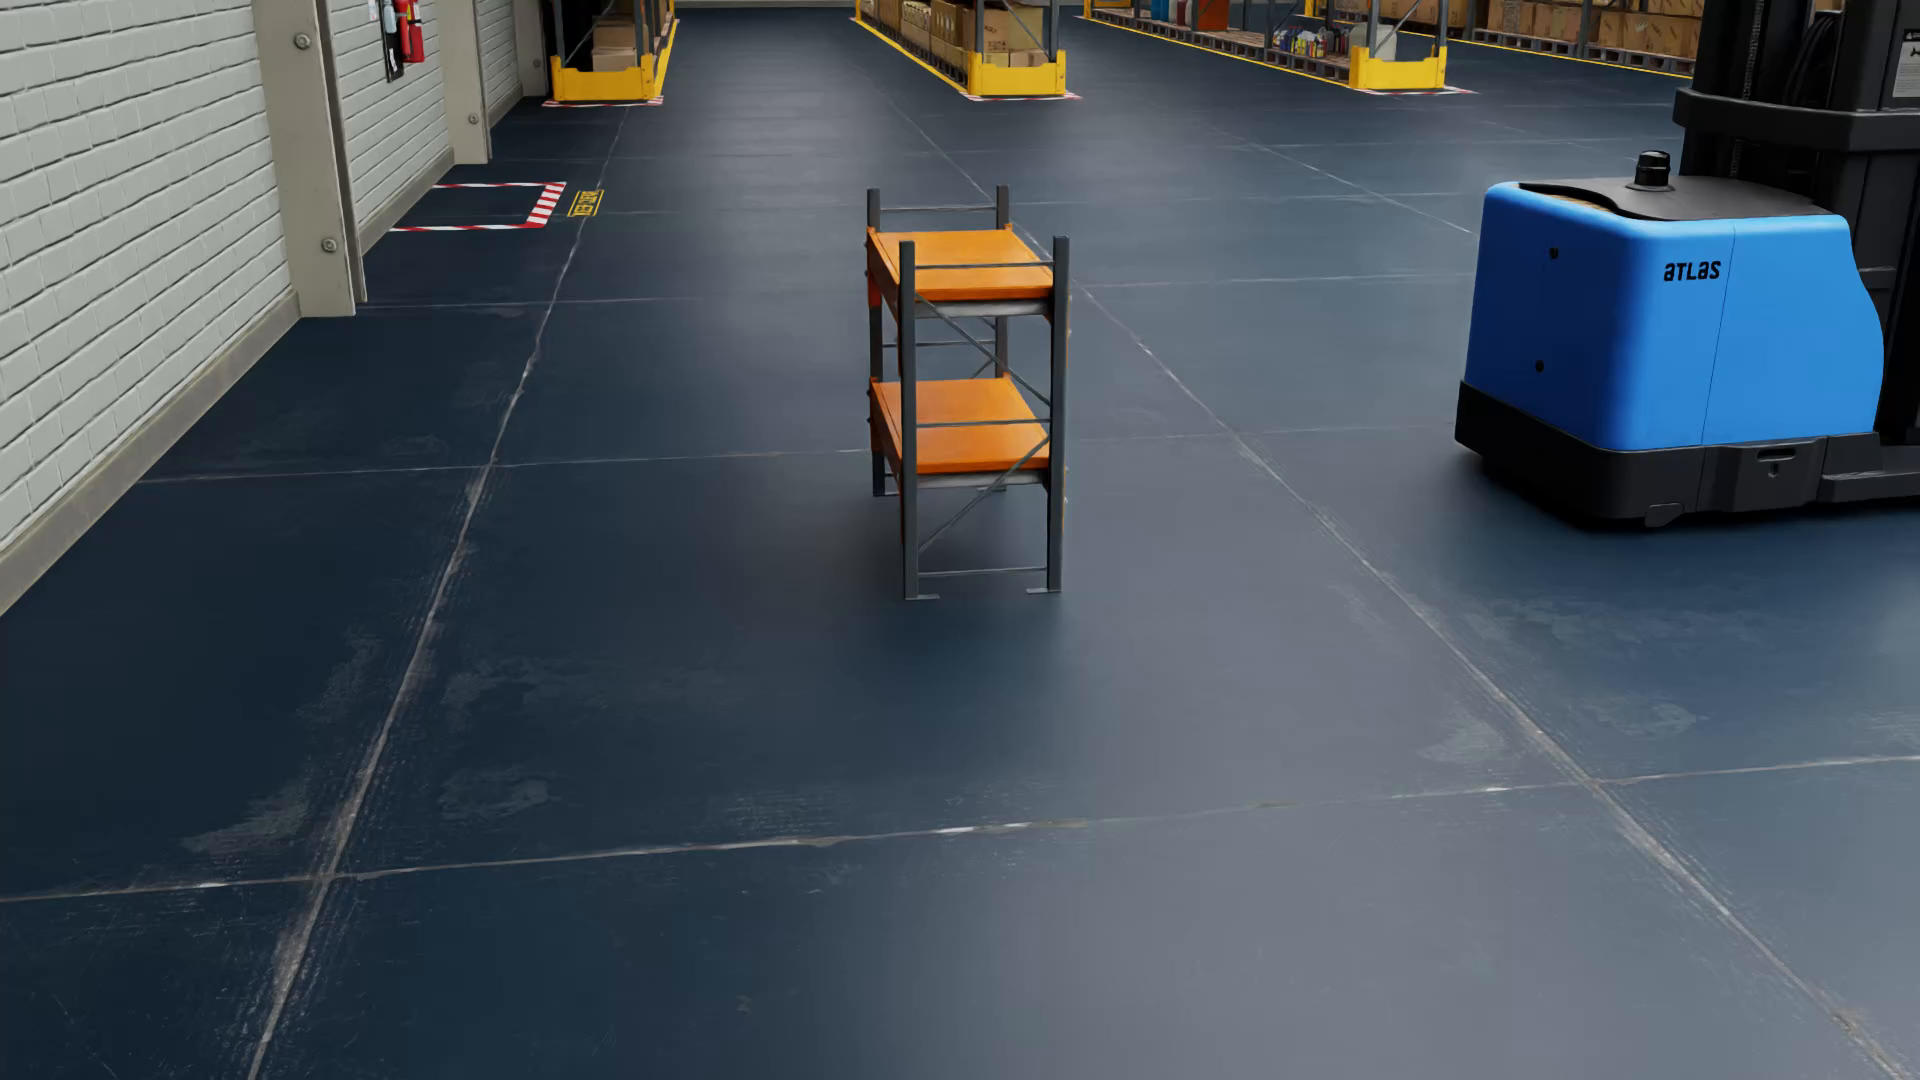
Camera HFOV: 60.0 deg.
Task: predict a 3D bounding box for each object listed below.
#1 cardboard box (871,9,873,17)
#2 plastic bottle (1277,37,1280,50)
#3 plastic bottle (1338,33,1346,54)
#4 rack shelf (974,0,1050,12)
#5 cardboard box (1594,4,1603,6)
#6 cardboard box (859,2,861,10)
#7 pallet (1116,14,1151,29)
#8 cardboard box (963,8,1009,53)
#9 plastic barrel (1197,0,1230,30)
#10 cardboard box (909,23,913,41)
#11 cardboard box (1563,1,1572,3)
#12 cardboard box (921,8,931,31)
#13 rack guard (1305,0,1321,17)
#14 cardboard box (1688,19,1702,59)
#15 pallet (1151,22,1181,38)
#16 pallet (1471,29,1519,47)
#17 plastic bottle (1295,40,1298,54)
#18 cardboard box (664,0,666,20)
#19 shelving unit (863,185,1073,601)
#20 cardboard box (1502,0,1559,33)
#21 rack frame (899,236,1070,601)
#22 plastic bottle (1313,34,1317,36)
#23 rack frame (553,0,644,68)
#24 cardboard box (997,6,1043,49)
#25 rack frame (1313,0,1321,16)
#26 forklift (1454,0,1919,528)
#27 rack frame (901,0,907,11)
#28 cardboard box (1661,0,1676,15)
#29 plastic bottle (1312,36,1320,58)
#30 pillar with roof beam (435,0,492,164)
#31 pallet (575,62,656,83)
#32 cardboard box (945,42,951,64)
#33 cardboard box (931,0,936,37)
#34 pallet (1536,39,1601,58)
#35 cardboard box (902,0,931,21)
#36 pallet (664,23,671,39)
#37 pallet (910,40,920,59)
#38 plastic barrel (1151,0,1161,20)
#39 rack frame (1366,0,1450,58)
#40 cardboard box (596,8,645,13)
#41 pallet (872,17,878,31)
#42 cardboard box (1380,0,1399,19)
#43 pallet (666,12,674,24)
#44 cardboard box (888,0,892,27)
[{"bbox_3d":[-1.520,-10.215,32.225,0.380,0.149,0.250,-3,21,-8],"label":"cardboard box"},{"bbox_3d":[4.653,-7.206,24.093,0.097,0.201,0.097,0,20,0],"label":"plastic bottle"},{"bbox_3d":[5.378,-6.998,23.420,0.061,0.283,0.133,-3,21,-8],"label":"plastic bottle"},{"bbox_3d":[0.398,-7.236,21.830,1.077,0.370,4.000,-3,21,-8],"label":"rack shelf"},{"bbox_3d":[13.232,-10.911,34.116,0.380,0.149,0.250,-4,21,-10],"label":"cardboard box"},{"bbox_3d":[-1.900,-11.128,34.669,0.380,0.149,0.250,-3,21,-8],"label":"cardboard box"},{"bbox_3d":[3.714,-10.230,32.804,1.003,0.211,1.213,-3,21,-8],"label":"pallet"},{"bbox_3d":[0.314,-6.311,20.583,0.500,0.500,0.500,-3,21,-8],"label":"cardboard box"},{"bbox_3d":[4.348,-9.247,28.689,0.600,0.830,0.708,-3,21,-8],"label":"plastic barrel"},{"bbox_3d":[-0.528,-8.009,26.201,0.500,0.250,0.500,-3,21,-9],"label":"cardboard box"},{"bbox_3d":[13.035,-11.357,35.310,0.380,0.149,0.250,-4,21,-10],"label":"cardboard box"},{"bbox_3d":[-0.314,-7.742,24.686,0.500,0.311,0.500,-2,21,-6],"label":"cardboard box"},{"bbox_3d":[8.180,-11.755,36.476,1.175,0.500,0.348,-3,21,-8],"label":"rack guard"},{"bbox_3d":[10.296,-6.826,22.679,0.500,0.500,0.500,2,21,6],"label":"cardboard box"},{"bbox_3d":[4.108,-9.285,30.273,1.003,0.211,1.213,-3,21,-8],"label":"pallet"},{"bbox_3d":[9.447,-8.571,28.364,1.003,0.211,1.213,-3,21,-8],"label":"pallet"},{"bbox_3d":[4.762,-6.944,23.391,0.097,0.201,0.097,0,20,0],"label":"plastic bottle"},{"bbox_3d":[-5.723,-9.755,30.019,0.750,0.750,0.750,-3,21,-7],"label":"cardboard box"},{"bbox_3d":[-0.001,-0.529,5.526,0.538,1.125,1.048,-3,21,-8],"label":"shelving unit"},{"bbox_3d":[9.545,-8.761,27.830,0.700,0.500,0.500,-5,21,-12],"label":"cardboard box"},{"bbox_3d":[0.072,-0.353,5.054,0.500,1.125,0.032,-3,21,-8],"label":"rack frame"},{"bbox_3d":[4.949,-6.947,23.293,0.152,0.276,0.135,-3,21,-8],"label":"plastic bottle"},{"bbox_3d":[-4.215,-6.629,19.178,1.000,3.000,0.127,-3,21,-8],"label":"rack frame"},{"bbox_3d":[0.755,-6.510,21.117,0.500,0.500,0.500,-3,21,-8],"label":"cardboard box"},{"bbox_3d":[8.183,-12.918,36.016,1.000,3.000,0.127,-3,21,-8],"label":"rack frame"},{"bbox_3d":[3.528,-1.673,6.007,3.031,2.935,1.130,-5,21,-13],"label":"forklift"},{"bbox_3d":[-0.467,-9.650,27.266,1.000,3.000,0.127,-3,21,-8],"label":"rack frame"},{"bbox_3d":[13.693,-10.141,31.553,0.500,0.500,0.500,-3,21,-7],"label":"cardboard box"},{"bbox_3d":[4.855,-6.716,22.663,0.061,0.283,0.133,-2,21,-6],"label":"plastic bottle"},{"bbox_3d":[-0.047,-7.778,13.679,9.100,9.000,0.400,-3,21,-8],"label":"pillar with roof beam"},{"bbox_3d":[-4.481,-6.053,21.622,1.003,0.211,1.213,-3,21,-8],"label":"pallet"},{"bbox_3d":[0.088,-6.478,22.104,0.500,0.250,0.500,-3,21,-8],"label":"cardboard box"},{"bbox_3d":[-0.134,-7.349,23.362,0.500,0.500,0.500,-3,21,-8],"label":"cardboard box"},{"bbox_3d":[9.799,-7.727,26.102,1.003,0.211,1.213,-3,21,-8],"label":"pallet"},{"bbox_3d":[-0.682,-8.625,27.050,0.500,0.311,0.500,-2,21,-6],"label":"cardboard box"},{"bbox_3d":[-5.759,-9.214,30.084,1.003,0.211,1.213,-3,21,-8],"label":"pallet"},{"bbox_3d":[-0.215,-7.635,25.857,1.003,0.211,1.213,-3,21,-8],"label":"pallet"},{"bbox_3d":[3.920,-10.308,31.426,0.600,0.901,0.708,-3,21,-8],"label":"plastic barrel"},{"bbox_3d":[5.588,-7.129,20.515,1.000,3.000,0.127,-3,21,-8],"label":"rack frame"},{"bbox_3d":[-5.154,-7.832,25.344,0.700,0.500,0.500,-3,21,-8],"label":"cardboard box"},{"bbox_3d":[-1.142,-9.966,32.099,1.003,0.211,1.213,-3,21,-8],"label":"pallet"},{"bbox_3d":[8.872,-10.514,32.016,1.225,0.875,0.875,-3,21,-8],"label":"cardboard box"},{"bbox_3d":[-6.329,-10.589,33.767,1.003,0.211,1.213,-3,21,-8],"label":"pallet"},{"bbox_3d":[-0.990,-9.358,29.427,0.500,0.500,0.500,-4,21,-10],"label":"cardboard box"}]
